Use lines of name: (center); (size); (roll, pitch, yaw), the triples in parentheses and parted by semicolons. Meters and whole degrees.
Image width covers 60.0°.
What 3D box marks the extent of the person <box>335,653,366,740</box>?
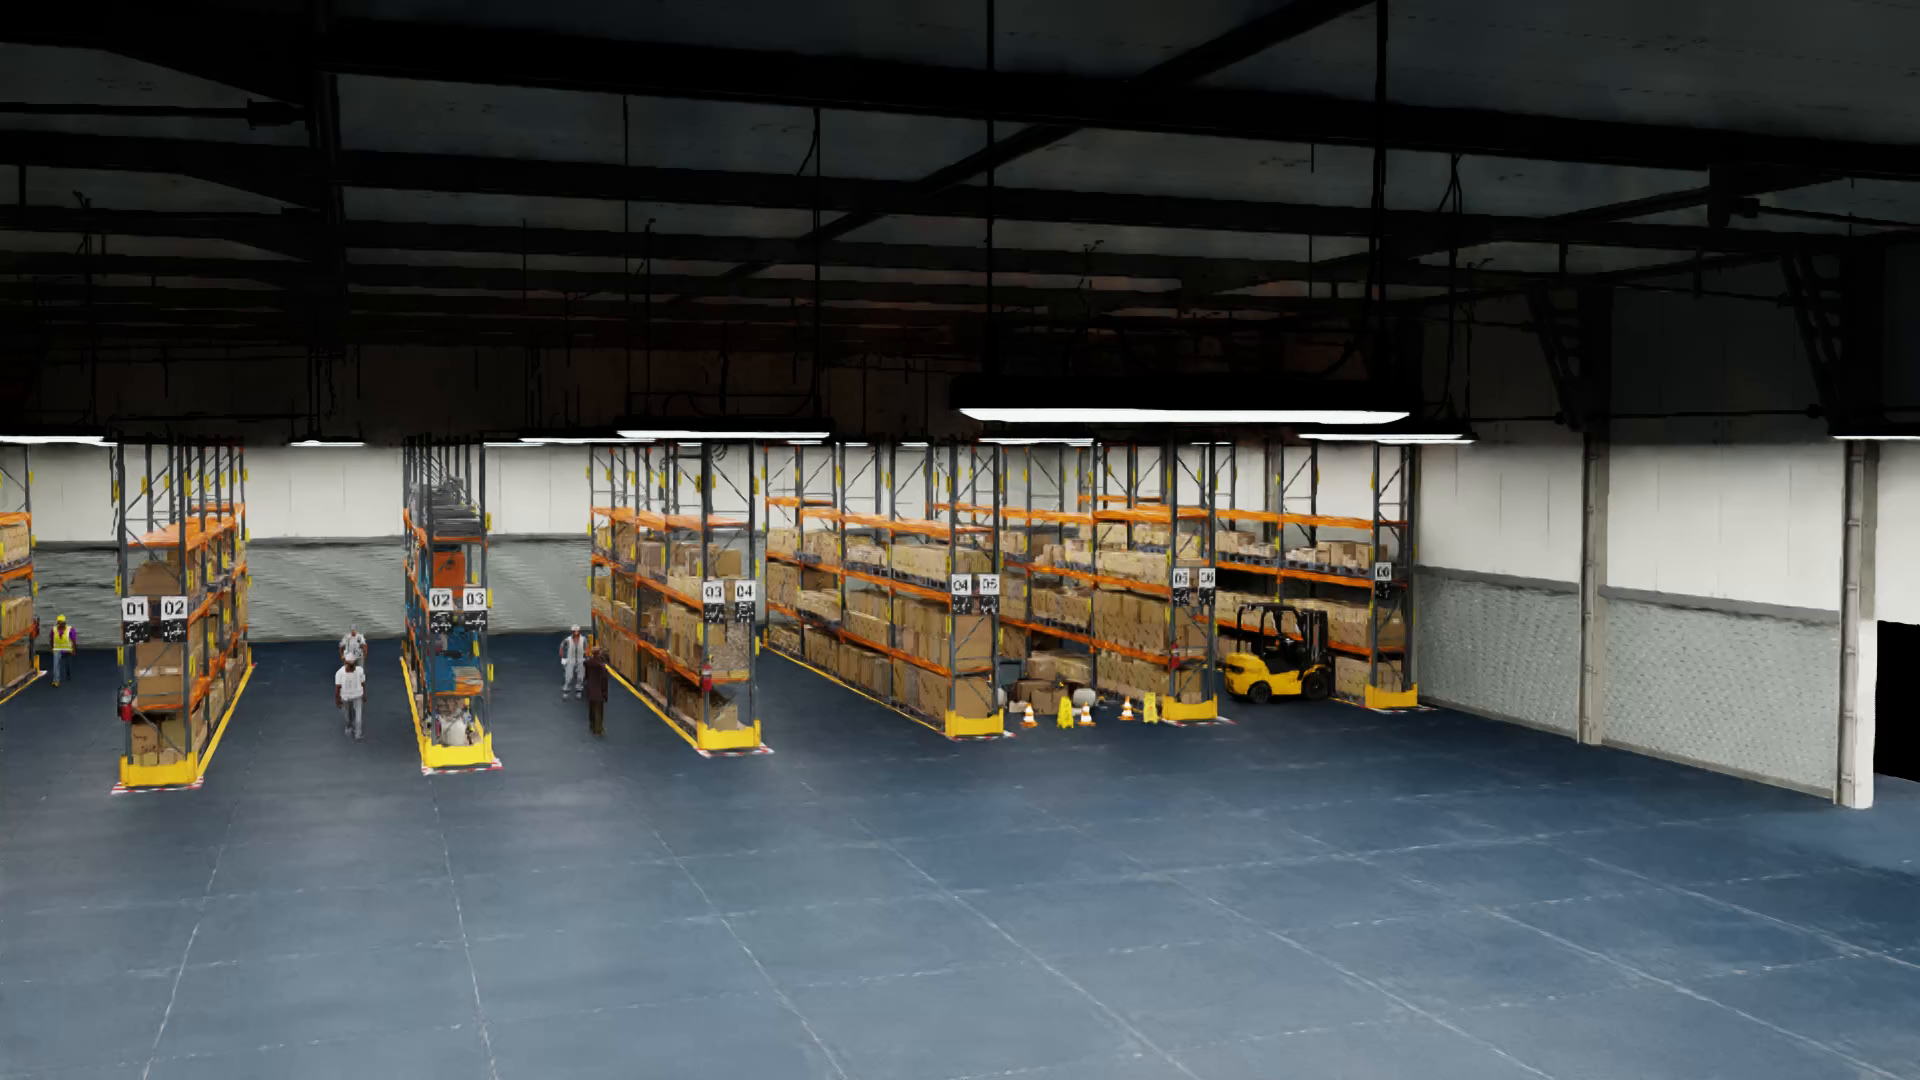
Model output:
person: (-11.965, 3.057, 32.638); (0.577, 1.691, 1.121); (-1, 3, -18)

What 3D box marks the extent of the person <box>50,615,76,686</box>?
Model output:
person: (-21.634, 2.644, 40.113); (0.575, 1.689, 1.128); (-1, 3, -22)

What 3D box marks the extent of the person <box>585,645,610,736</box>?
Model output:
person: (-7.197, 2.980, 33.120); (0.638, 1.785, 0.514); (3, 4, 41)

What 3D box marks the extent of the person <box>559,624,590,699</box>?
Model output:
person: (-8.729, 2.771, 37.706); (0.677, 1.742, 0.552); (-1, 3, -22)

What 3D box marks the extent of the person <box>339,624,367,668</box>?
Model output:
person: (-14.211, 2.767, 38.961); (0.625, 1.611, 0.582); (-1, 3, -22)
